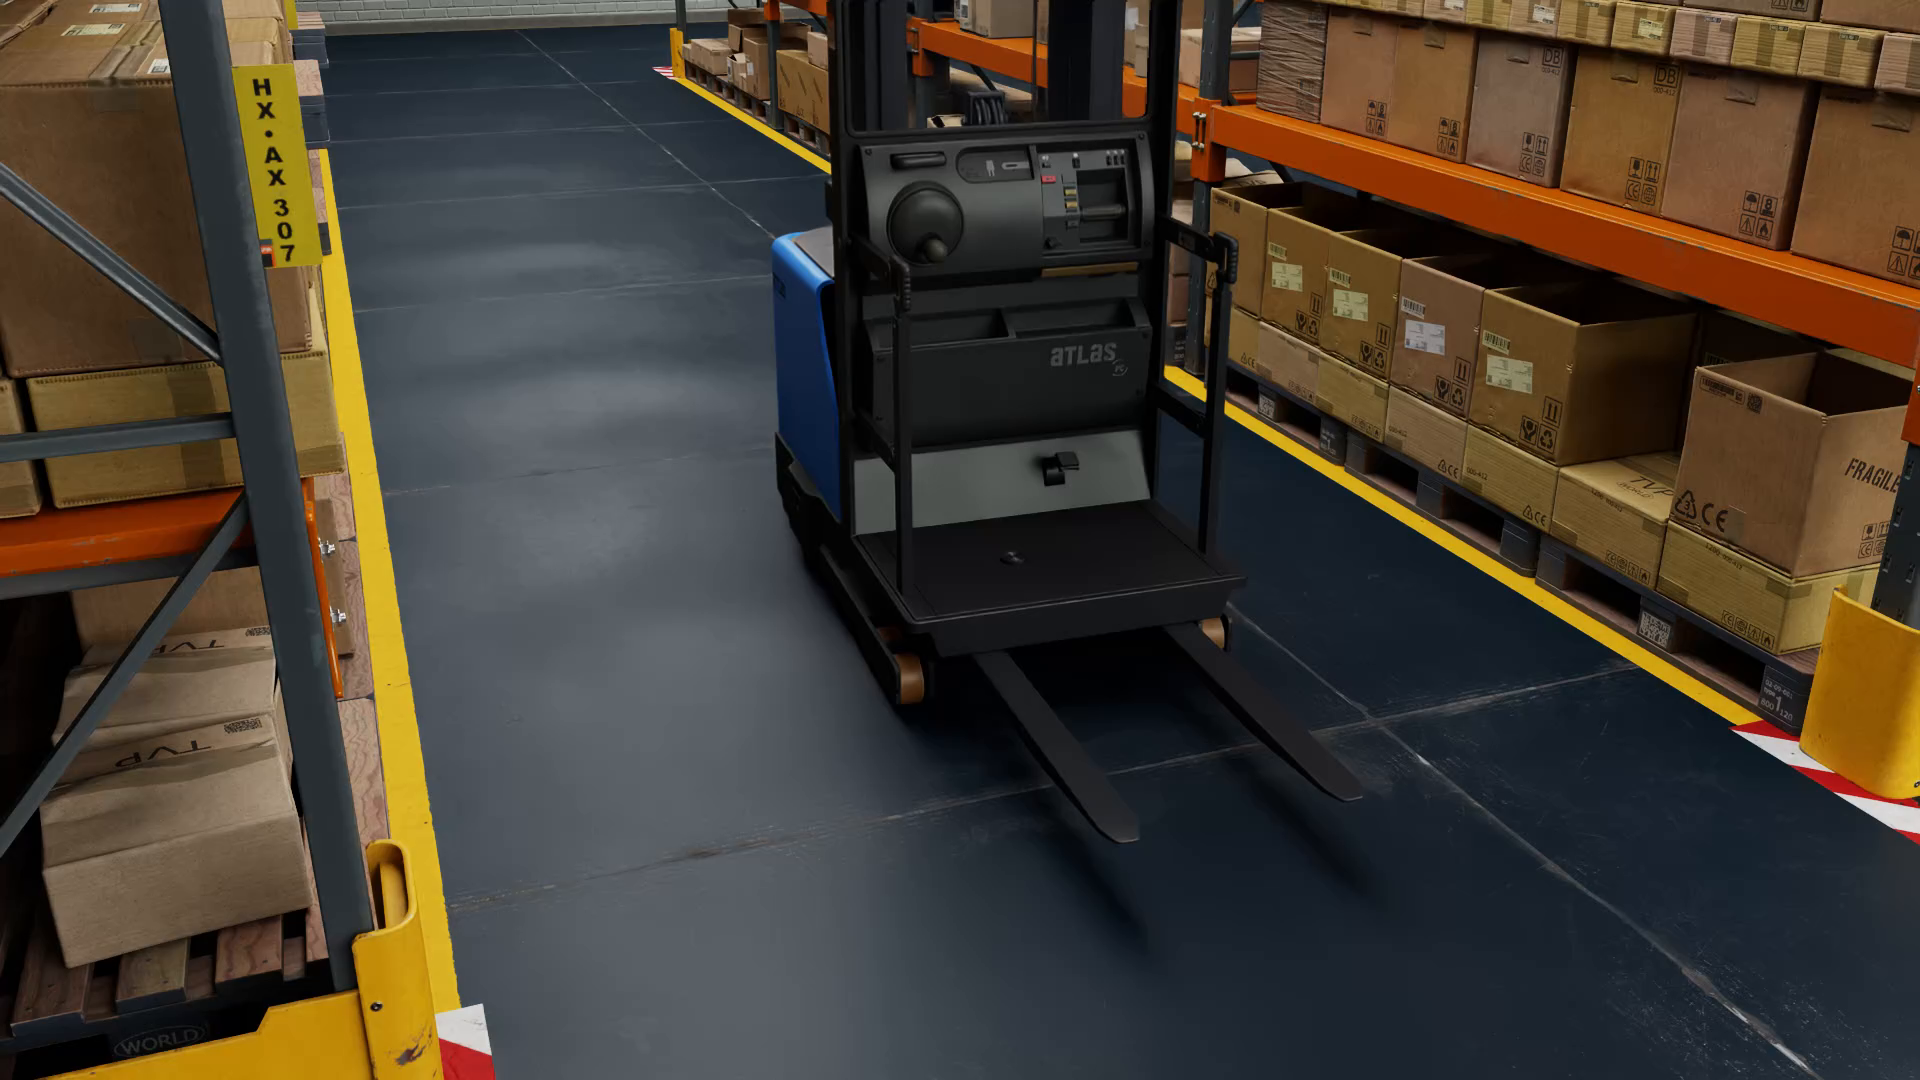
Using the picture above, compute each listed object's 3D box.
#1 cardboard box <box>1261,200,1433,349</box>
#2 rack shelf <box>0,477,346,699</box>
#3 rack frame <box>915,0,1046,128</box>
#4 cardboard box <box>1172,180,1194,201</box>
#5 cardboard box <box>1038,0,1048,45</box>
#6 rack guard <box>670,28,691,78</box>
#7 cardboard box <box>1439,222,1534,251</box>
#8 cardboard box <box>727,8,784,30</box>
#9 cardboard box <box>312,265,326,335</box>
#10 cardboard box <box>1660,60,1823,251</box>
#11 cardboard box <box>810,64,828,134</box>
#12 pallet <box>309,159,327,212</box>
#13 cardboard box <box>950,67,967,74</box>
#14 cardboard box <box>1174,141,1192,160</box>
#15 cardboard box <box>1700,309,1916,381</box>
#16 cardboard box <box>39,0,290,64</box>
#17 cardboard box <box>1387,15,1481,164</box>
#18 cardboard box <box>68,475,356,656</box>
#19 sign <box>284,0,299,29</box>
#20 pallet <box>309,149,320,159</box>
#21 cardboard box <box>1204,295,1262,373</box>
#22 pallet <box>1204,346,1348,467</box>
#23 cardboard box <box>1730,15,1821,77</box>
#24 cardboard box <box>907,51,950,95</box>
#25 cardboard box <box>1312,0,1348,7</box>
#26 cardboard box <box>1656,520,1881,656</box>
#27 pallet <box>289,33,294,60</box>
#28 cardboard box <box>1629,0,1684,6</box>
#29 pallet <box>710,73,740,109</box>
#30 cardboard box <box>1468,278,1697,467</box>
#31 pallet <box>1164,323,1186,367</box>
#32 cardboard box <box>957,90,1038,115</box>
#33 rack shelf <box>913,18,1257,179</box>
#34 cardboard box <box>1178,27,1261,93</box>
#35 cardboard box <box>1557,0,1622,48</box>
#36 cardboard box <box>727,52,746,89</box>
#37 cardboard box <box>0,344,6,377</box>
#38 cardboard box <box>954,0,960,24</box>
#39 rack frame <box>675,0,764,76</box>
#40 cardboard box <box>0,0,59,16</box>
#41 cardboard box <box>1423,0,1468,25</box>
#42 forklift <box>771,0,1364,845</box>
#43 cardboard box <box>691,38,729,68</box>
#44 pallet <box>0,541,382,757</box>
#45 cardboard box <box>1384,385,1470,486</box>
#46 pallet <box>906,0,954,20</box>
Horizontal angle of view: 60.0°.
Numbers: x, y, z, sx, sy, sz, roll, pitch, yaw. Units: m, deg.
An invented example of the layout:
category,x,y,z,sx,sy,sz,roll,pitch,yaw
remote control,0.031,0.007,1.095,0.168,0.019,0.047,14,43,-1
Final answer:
category,x,y,z,sx,sy,sz,roll,pitch,yaw
cardboard box,1.652,-1.148,7.145,0.500,0.500,0.500,-8,24,-19
rack shelf,-2.330,-0.529,4.568,1.077,0.370,4.000,-8,24,-19
rack frame,0.184,-3.721,11.217,1.000,3.000,0.127,-8,24,-19
cardboard box,0.996,-1.749,8.814,0.500,0.311,0.500,-8,24,-18
cardboard box,0.792,-3.160,9.756,0.500,0.500,0.500,-10,25,-22
rack guard,-2.616,-5.449,18.533,1.175,0.500,0.348,-8,24,-19
cardboard box,2.311,-1.037,6.882,0.500,0.500,0.500,-8,24,-19
cardboard box,-2.220,-5.515,18.125,0.500,0.500,0.500,-8,24,-19
cardboard box,-1.870,-0.667,4.138,0.500,0.250,0.500,-9,24,-20
cardboard box,2.667,-1.222,5.159,0.700,0.500,0.500,-8,24,-18
cardboard box,-0.918,-3.641,13.679,0.500,0.500,0.500,-8,24,-18
pallet,-5.084,-2.495,11.897,1.003,0.211,1.213,-8,24,-19
cardboard box,-0.262,-3.538,13.434,0.500,0.500,0.500,-9,25,-21
cardboard box,1.140,-2.195,9.874,0.500,0.311,0.500,-8,24,-18
cardboard box,2.850,-0.493,5.592,0.500,0.500,0.500,-8,24,-19
cardboard box,-1.852,-1.003,3.970,0.500,0.500,0.500,-9,25,-21
cardboard box,2.125,-1.780,6.482,0.700,0.500,0.500,-8,24,-18
cardboard box,-2.197,0.071,4.870,0.700,0.500,0.500,-10,25,-22
sign,-2.531,-2.063,6.168,0.100,0.325,0.005,-8,24,-19
pallet,-5.519,-2.939,12.950,1.003,0.211,1.213,-8,24,-19
cardboard box,1.477,-0.984,7.723,0.500,0.250,0.500,-8,24,-19
pallet,1.839,-0.688,7.611,1.003,0.211,1.213,-8,24,-19
cardboard box,2.512,-1.460,4.888,0.380,0.149,0.250,-9,24,-20
cardboard box,-0.390,-3.445,12.248,0.500,0.250,0.500,-7,24,-17
cardboard box,1.692,-2.304,6.890,0.380,0.149,0.250,-9,24,-20
cardboard box,2.544,0.105,5.139,0.500,0.250,0.500,-8,24,-19
pallet,-3.712,-2.238,7.945,1.003,0.211,1.213,-8,24,-19
cardboard box,2.469,-2.022,5.387,0.700,0.500,0.500,-8,24,-19
pallet,-1.906,-4.583,16.853,1.003,0.211,1.213,-8,24,-19
cardboard box,2.175,-0.602,5.850,0.500,0.500,0.500,-8,24,-19
pallet,1.300,-1.245,8.933,1.003,0.211,1.213,-8,24,-19
cardboard box,0.290,-2.977,12.102,0.500,0.500,0.500,-7,24,-17
rack shelf,0.890,-2.663,9.632,1.077,0.370,4.000,-8,24,-19
cardboard box,1.382,-2.372,8.208,0.500,0.250,0.500,-7,24,-16
cardboard box,2.238,-1.742,5.558,0.380,0.149,0.250,-8,24,-18
cardboard box,-1.961,-4.579,16.147,0.500,0.311,0.500,-8,24,-19
cardboard box,-1.988,-0.561,2.921,0.500,0.500,0.500,-9,24,-20
cardboard box,0.271,-3.542,10.906,0.500,0.311,0.500,-7,24,-16
rack frame,-2.642,-6.628,18.113,1.000,3.000,0.127,-8,24,-19
cardboard box,-2.522,-1.116,4.237,0.500,0.500,0.500,-8,24,-18
cardboard box,1.970,-2.021,6.219,0.380,0.149,0.250,-9,25,-21
forklift,0.223,-1.022,4.901,1.130,2.935,3.031,-7,24,-17
cardboard box,-2.539,-5.146,17.570,0.500,0.250,0.500,-8,24,-19
pallet,-2.331,0.381,5.073,1.003,0.211,1.213,-8,24,-19
cardboard box,2.003,-0.439,6.428,0.500,0.250,0.500,-8,24,-19
pallet,-0.121,-3.869,11.816,1.213,0.211,1.003,-8,24,-19
